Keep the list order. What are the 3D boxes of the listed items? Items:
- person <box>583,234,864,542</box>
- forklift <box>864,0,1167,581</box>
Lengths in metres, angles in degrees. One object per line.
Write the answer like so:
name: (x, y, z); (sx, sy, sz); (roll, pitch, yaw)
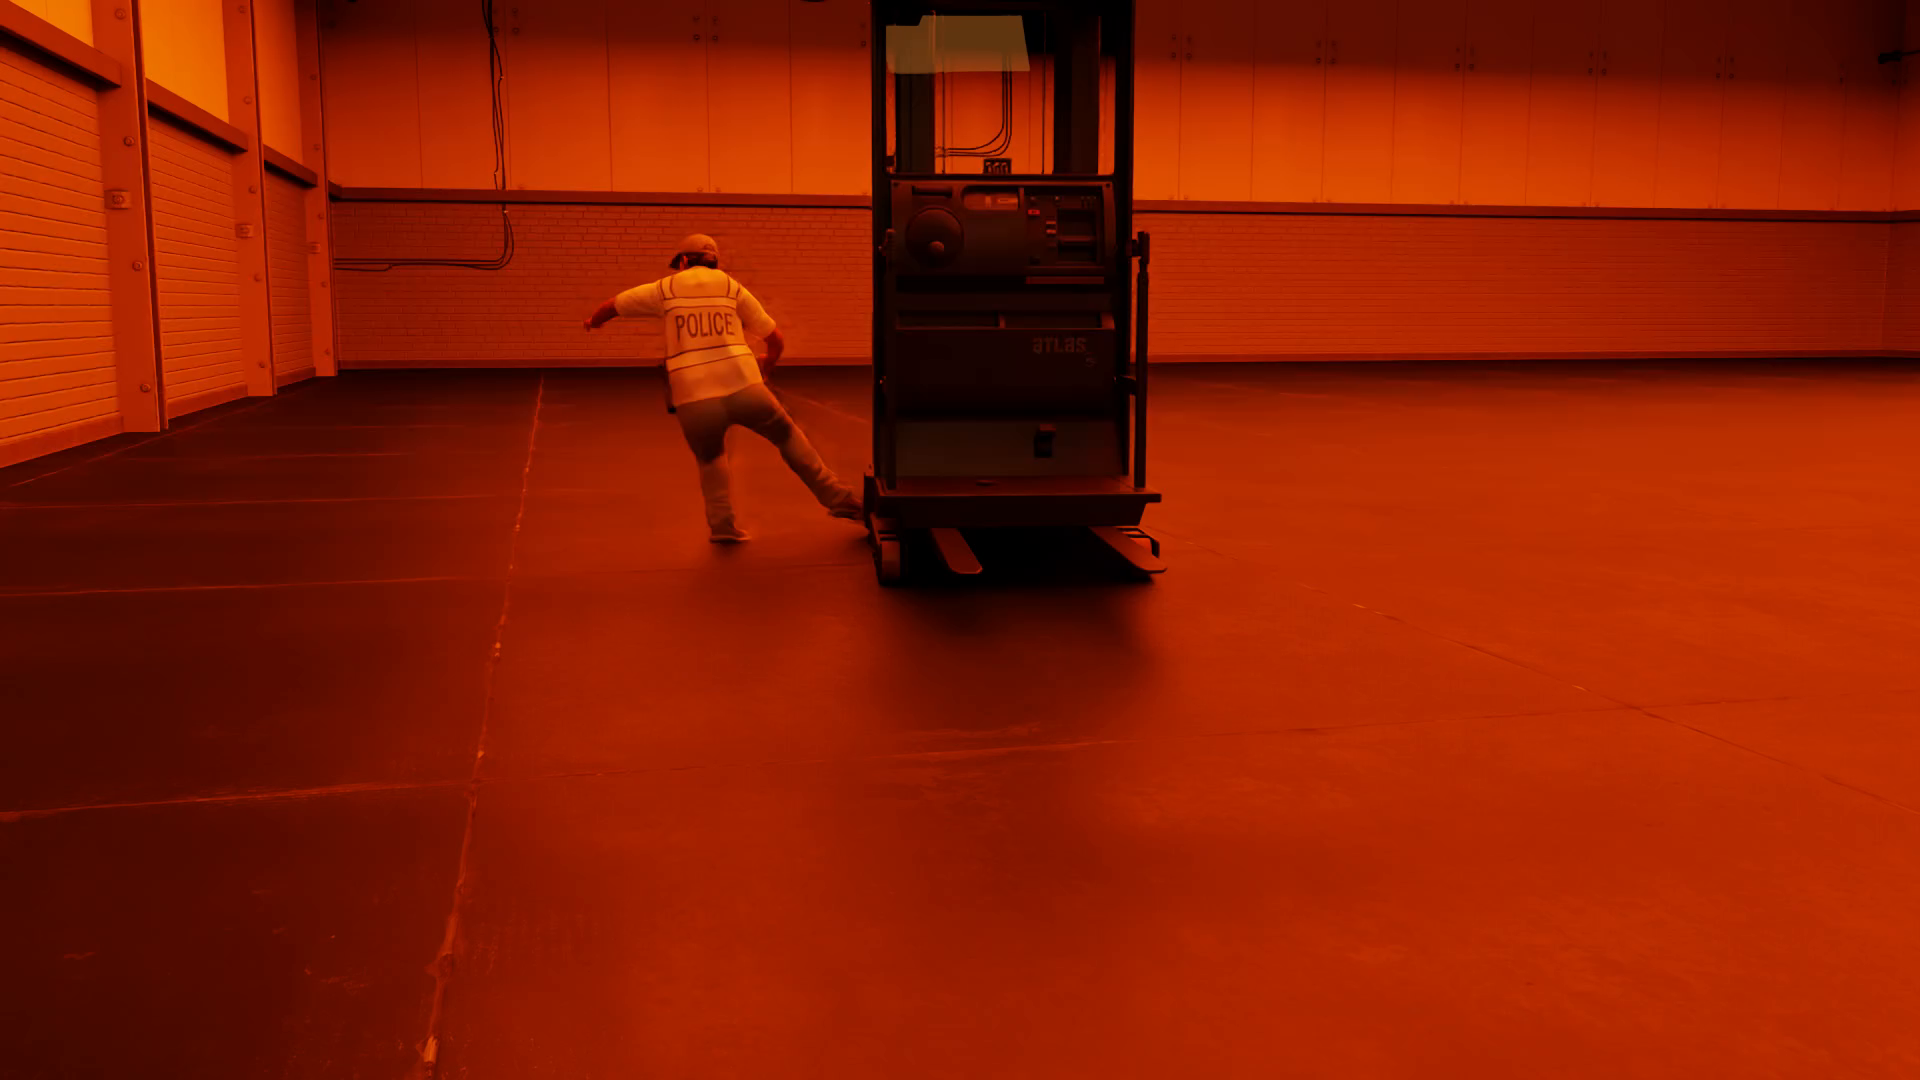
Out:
person: (-1.046, -0.703, 7.748); (1.358, 1.426, 0.834); (-2, 8, -13)
forklift: (0.198, -1.336, 6.681); (1.130, 2.935, 3.031); (-1, 8, -5)
